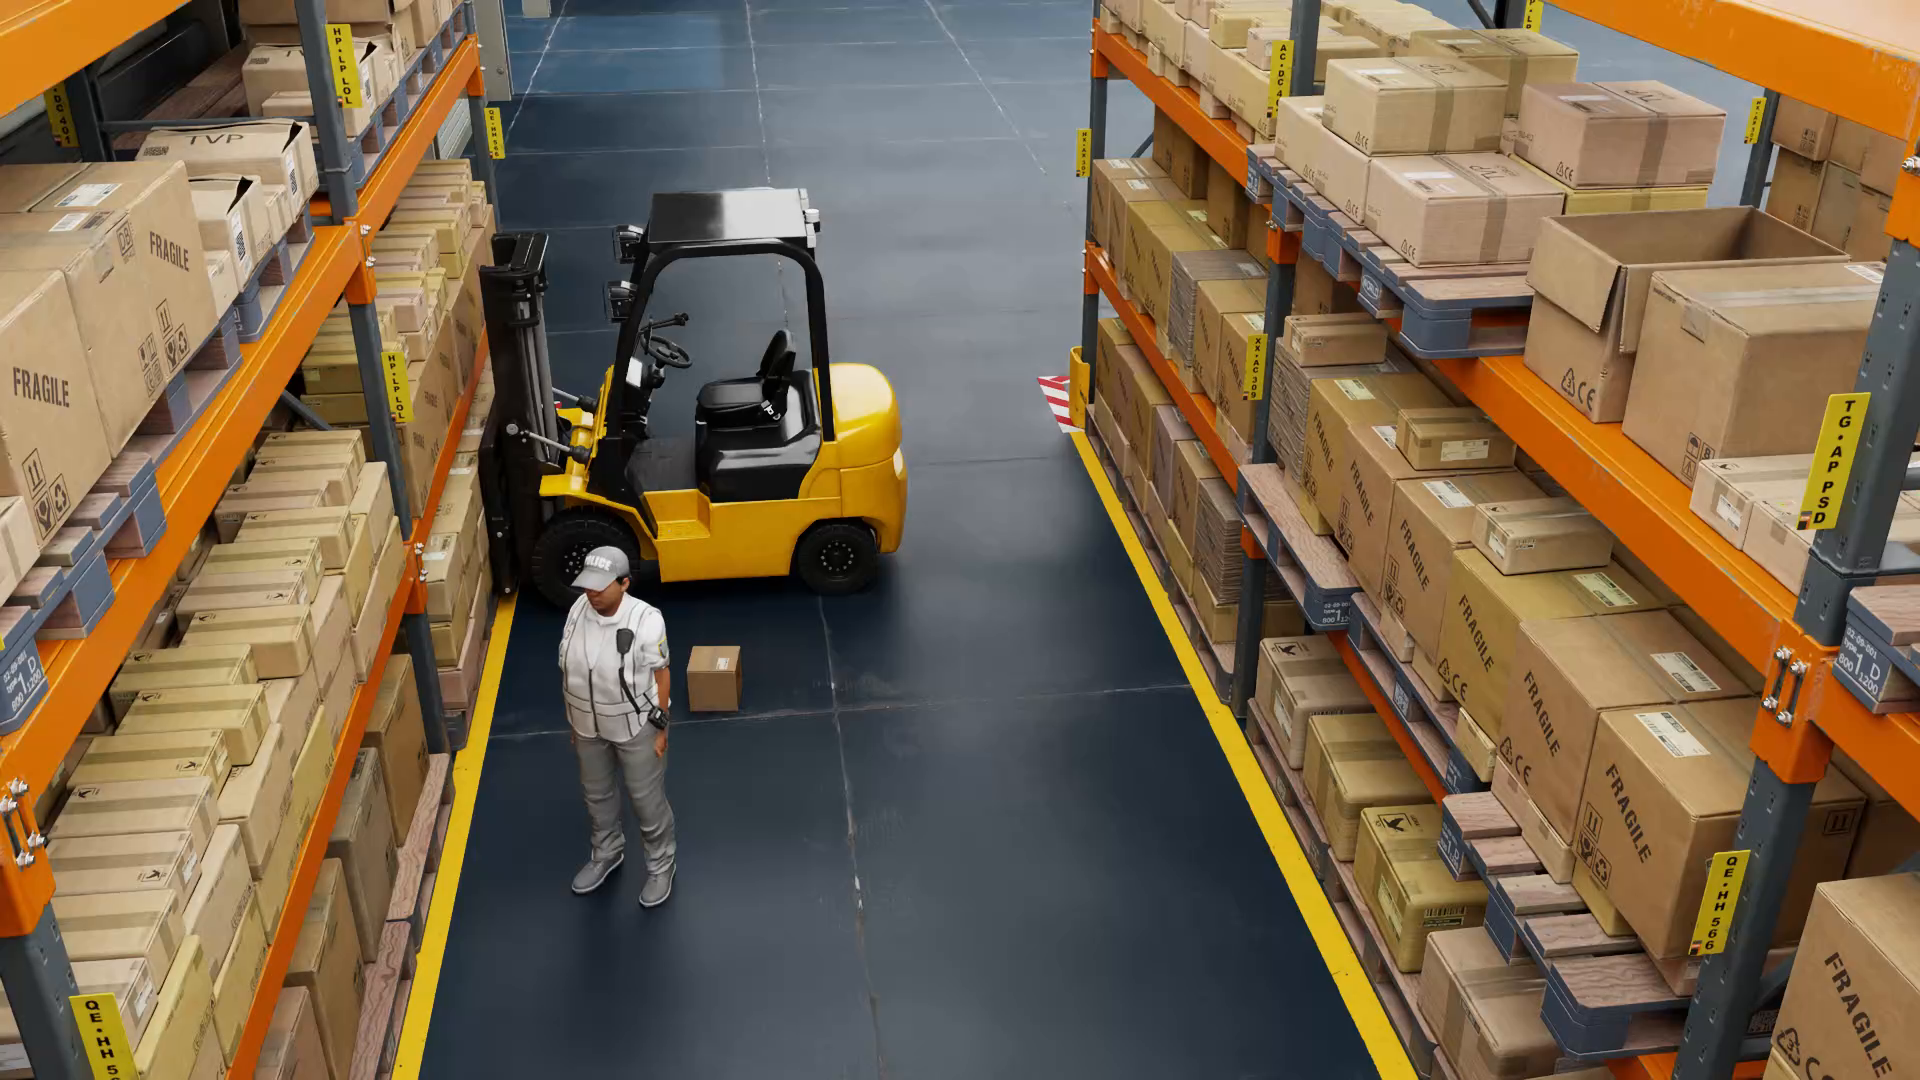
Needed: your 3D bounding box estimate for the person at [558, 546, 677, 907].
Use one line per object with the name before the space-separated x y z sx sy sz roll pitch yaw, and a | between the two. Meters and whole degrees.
person | -1.466 0.784 7.101 0.481 1.667 0.388 8 28 15
